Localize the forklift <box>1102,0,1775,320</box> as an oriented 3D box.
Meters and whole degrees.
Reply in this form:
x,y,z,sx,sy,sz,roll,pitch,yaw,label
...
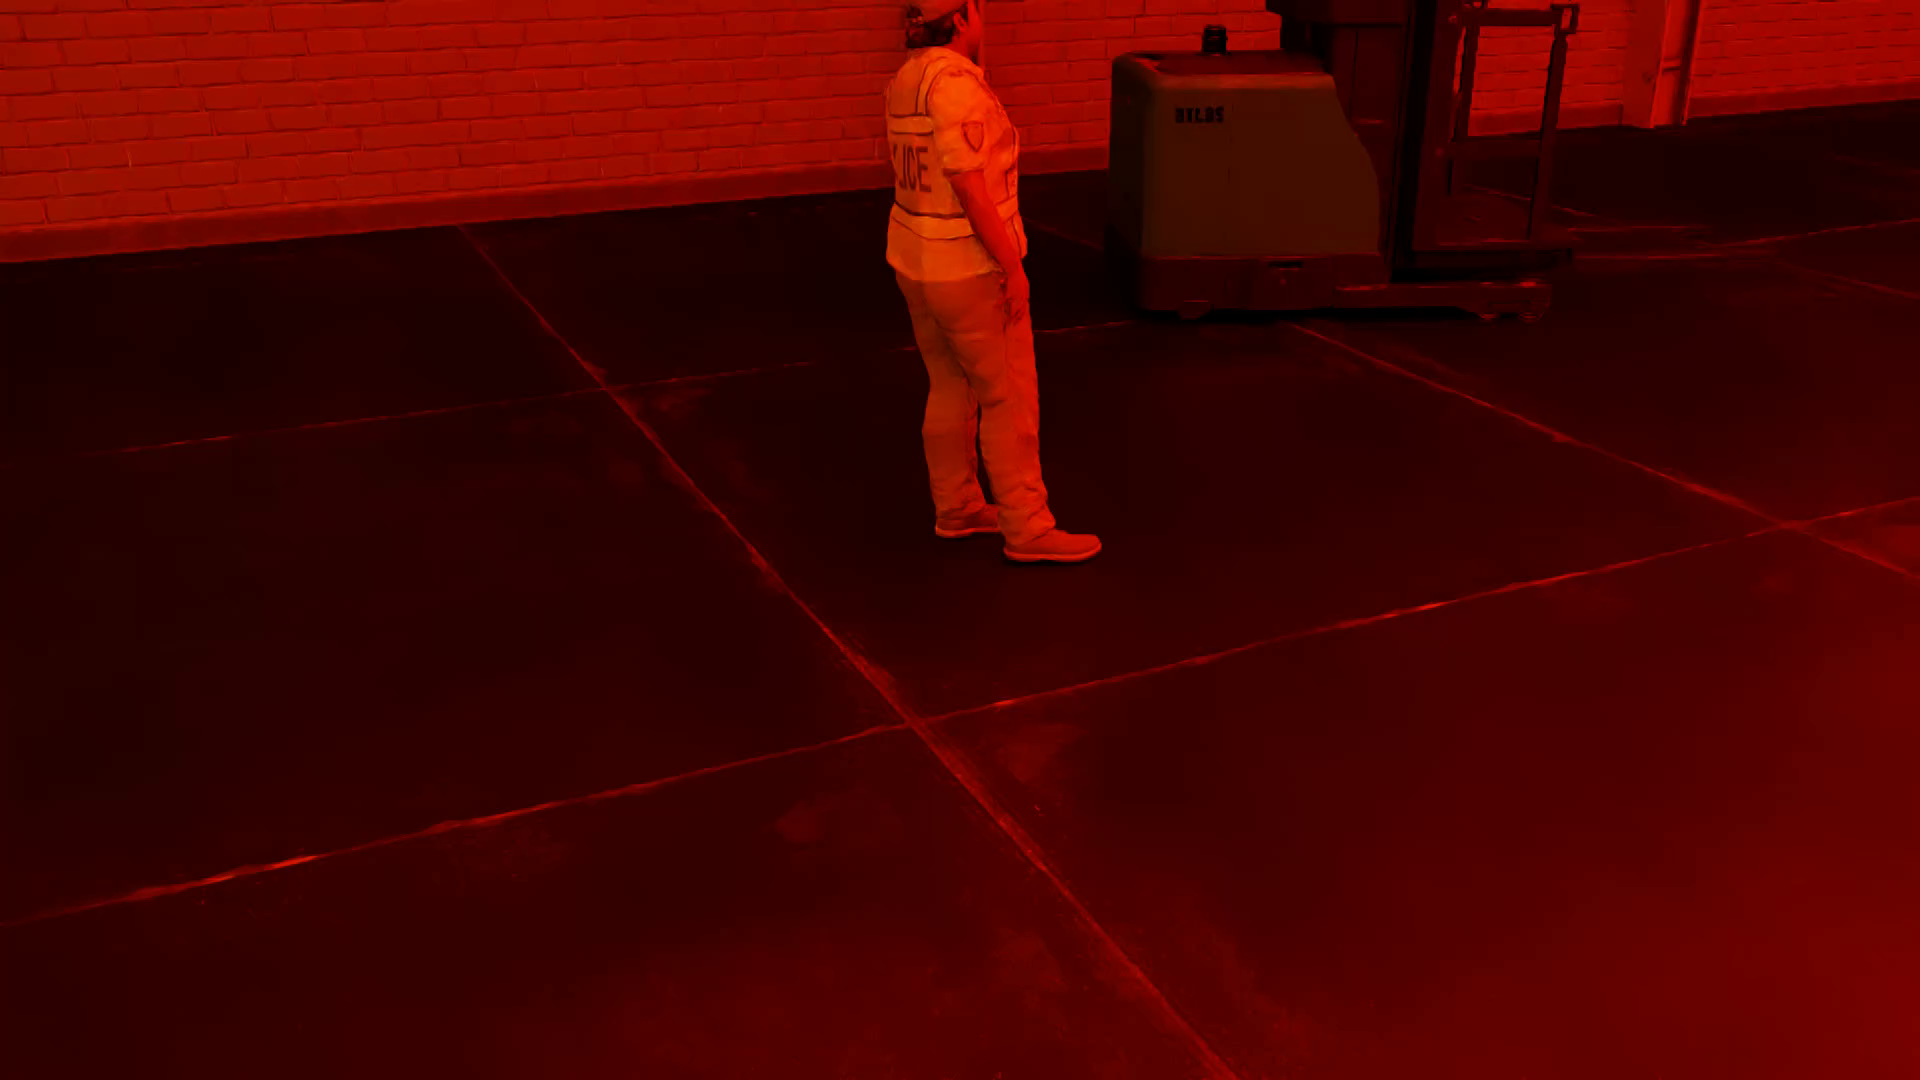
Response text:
x,y,z,sx,sy,sz,roll,pitch,yaw,label
2.251,-2.550,7.424,3.031,2.935,1.130,-2,23,-5,forklift

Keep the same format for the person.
x,y,z,sx,sy,sz,roll,pitch,yaw,label
0.080,-0.776,4.798,0.526,1.659,0.598,-10,25,-23,person
